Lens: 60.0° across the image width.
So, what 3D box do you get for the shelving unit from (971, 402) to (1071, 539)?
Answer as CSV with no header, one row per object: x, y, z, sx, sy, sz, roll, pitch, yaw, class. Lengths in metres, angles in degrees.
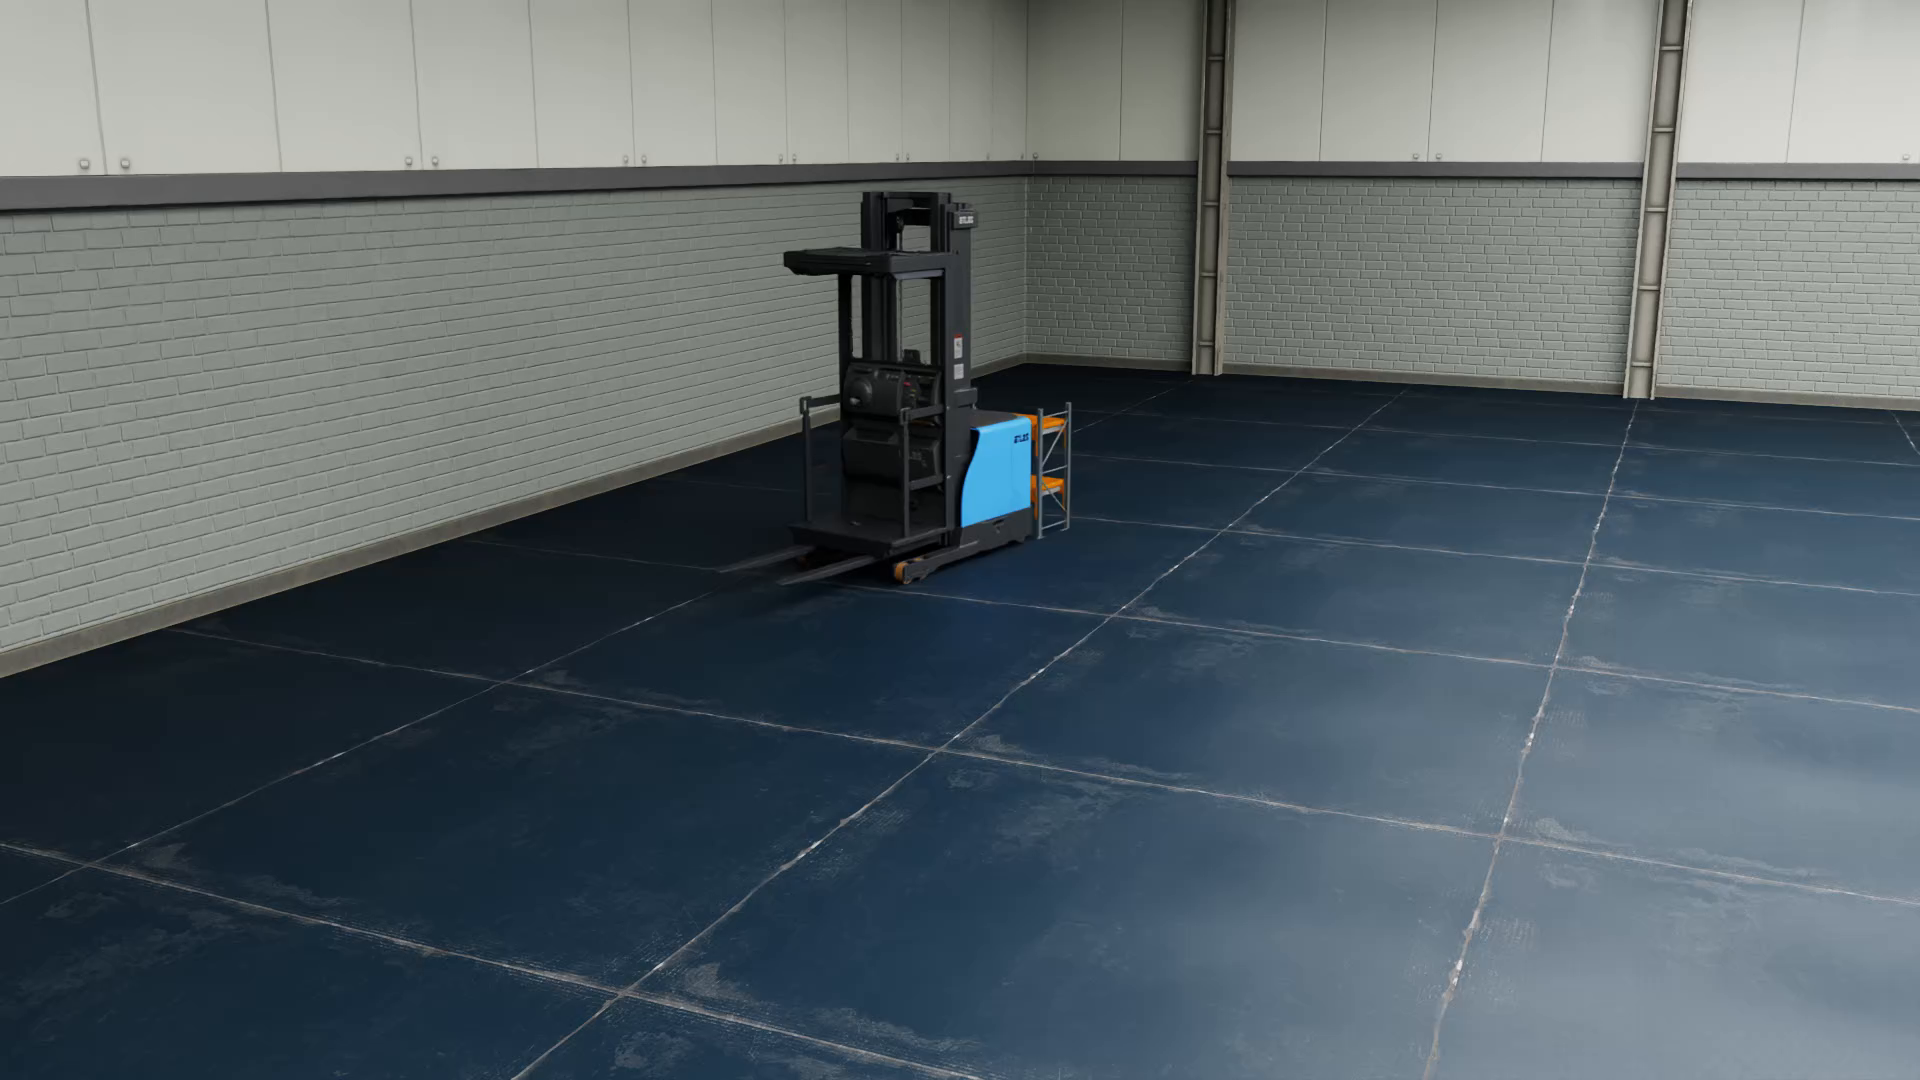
0.393,-0.670,14.649,1.048,1.125,0.538,9,16,34,shelving unit

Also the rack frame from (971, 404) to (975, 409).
-0.022,-0.737,14.934,0.032,1.125,0.500,9,16,34,rack frame

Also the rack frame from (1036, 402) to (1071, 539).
0.809,-0.603,14.364,0.032,1.125,0.500,9,16,34,rack frame

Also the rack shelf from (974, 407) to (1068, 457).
0.393,-0.955,14.582,1.000,0.278,0.538,9,16,34,rack shelf

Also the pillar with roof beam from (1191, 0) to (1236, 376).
1.949,-5.968,19.989,0.400,9.000,9.100,6,14,23,pillar with roof beam

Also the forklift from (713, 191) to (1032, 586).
-0.662,-1.213,13.008,1.130,2.935,3.031,10,16,35,forklift

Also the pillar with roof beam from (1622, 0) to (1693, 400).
7.435,-5.413,17.623,0.400,9.000,9.100,6,14,23,pillar with roof beam

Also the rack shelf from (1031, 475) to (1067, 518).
0.393,-0.432,14.705,1.000,0.278,0.538,9,16,34,rack shelf
